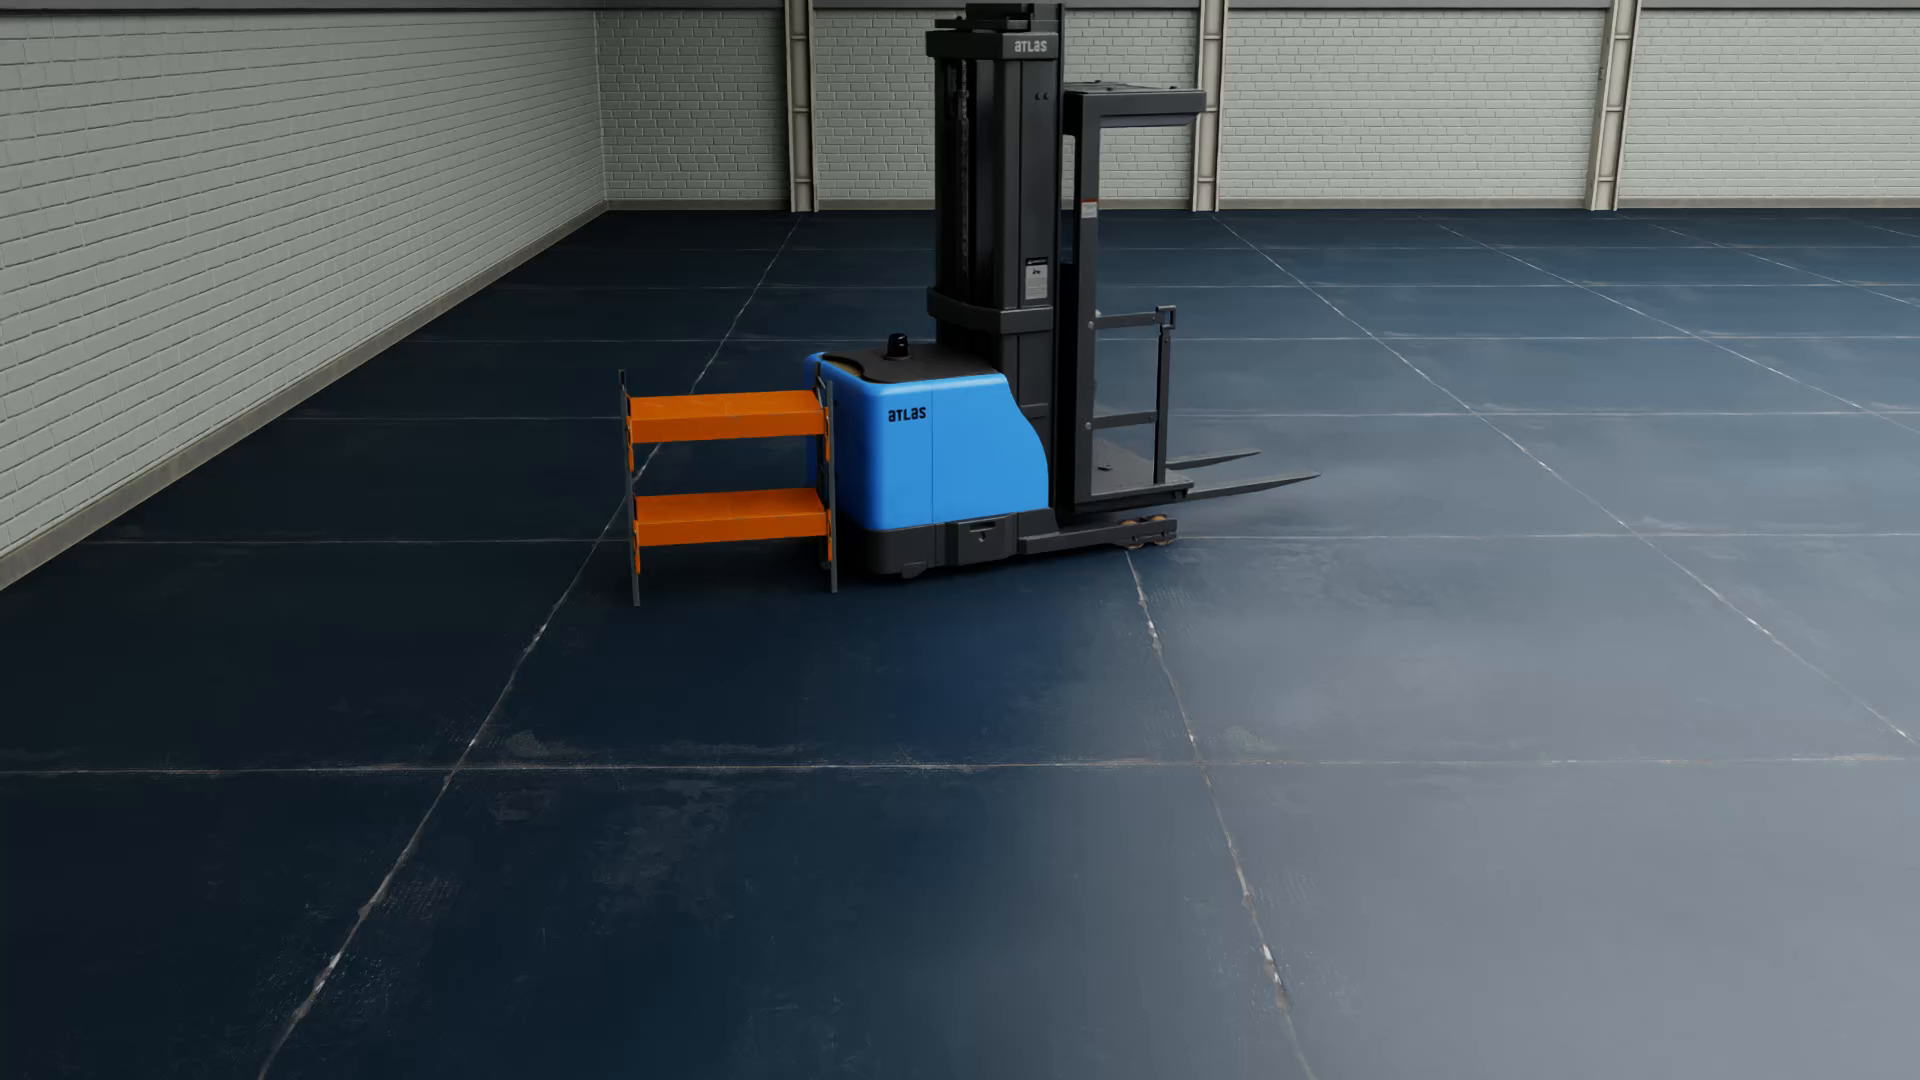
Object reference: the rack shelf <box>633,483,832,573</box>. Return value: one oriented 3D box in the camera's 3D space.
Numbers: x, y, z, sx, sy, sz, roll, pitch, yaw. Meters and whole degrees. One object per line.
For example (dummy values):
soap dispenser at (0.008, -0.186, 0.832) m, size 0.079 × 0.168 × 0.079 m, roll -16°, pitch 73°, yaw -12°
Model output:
rack shelf at (-1.205, -0.070, 8.724) m, size 1.000 × 0.278 × 0.538 m, roll -4°, pitch 18°, yaw -11°

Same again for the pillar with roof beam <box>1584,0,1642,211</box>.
pillar with roof beam at (9.739, -7.968, 19.654) m, size 0.400 × 9.000 × 9.100 m, roll 0°, pitch 18°, yaw -1°

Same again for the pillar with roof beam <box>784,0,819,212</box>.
pillar with roof beam at (-2.259, -7.910, 19.473) m, size 0.400 × 9.000 × 9.100 m, roll 0°, pitch 18°, yaw -1°

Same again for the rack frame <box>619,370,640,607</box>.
rack frame at (-1.702, -0.271, 8.552) m, size 0.032 × 1.125 × 0.500 m, roll -4°, pitch 18°, yaw -11°

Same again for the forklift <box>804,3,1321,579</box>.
forklift at (0.674, -1.475, 9.348) m, size 3.031 × 2.935 × 1.130 m, roll -8°, pitch 20°, yaw -24°

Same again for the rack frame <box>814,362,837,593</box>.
rack frame at (-0.707, -0.334, 8.747) m, size 0.032 × 1.125 × 0.500 m, roll -4°, pitch 18°, yaw -11°

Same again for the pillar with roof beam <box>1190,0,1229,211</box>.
pillar with roof beam at (3.740, -7.939, 19.563) m, size 0.400 × 9.000 × 9.100 m, roll 0°, pitch 18°, yaw -1°

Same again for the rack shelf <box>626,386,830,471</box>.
rack shelf at (-1.205, -0.581, 8.560) m, size 1.000 × 0.278 × 0.538 m, roll -4°, pitch 18°, yaw -11°

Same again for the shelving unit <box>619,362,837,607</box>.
shelving unit at (-1.205, -0.303, 8.650) m, size 1.048 × 1.125 × 0.538 m, roll -4°, pitch 18°, yaw -11°
